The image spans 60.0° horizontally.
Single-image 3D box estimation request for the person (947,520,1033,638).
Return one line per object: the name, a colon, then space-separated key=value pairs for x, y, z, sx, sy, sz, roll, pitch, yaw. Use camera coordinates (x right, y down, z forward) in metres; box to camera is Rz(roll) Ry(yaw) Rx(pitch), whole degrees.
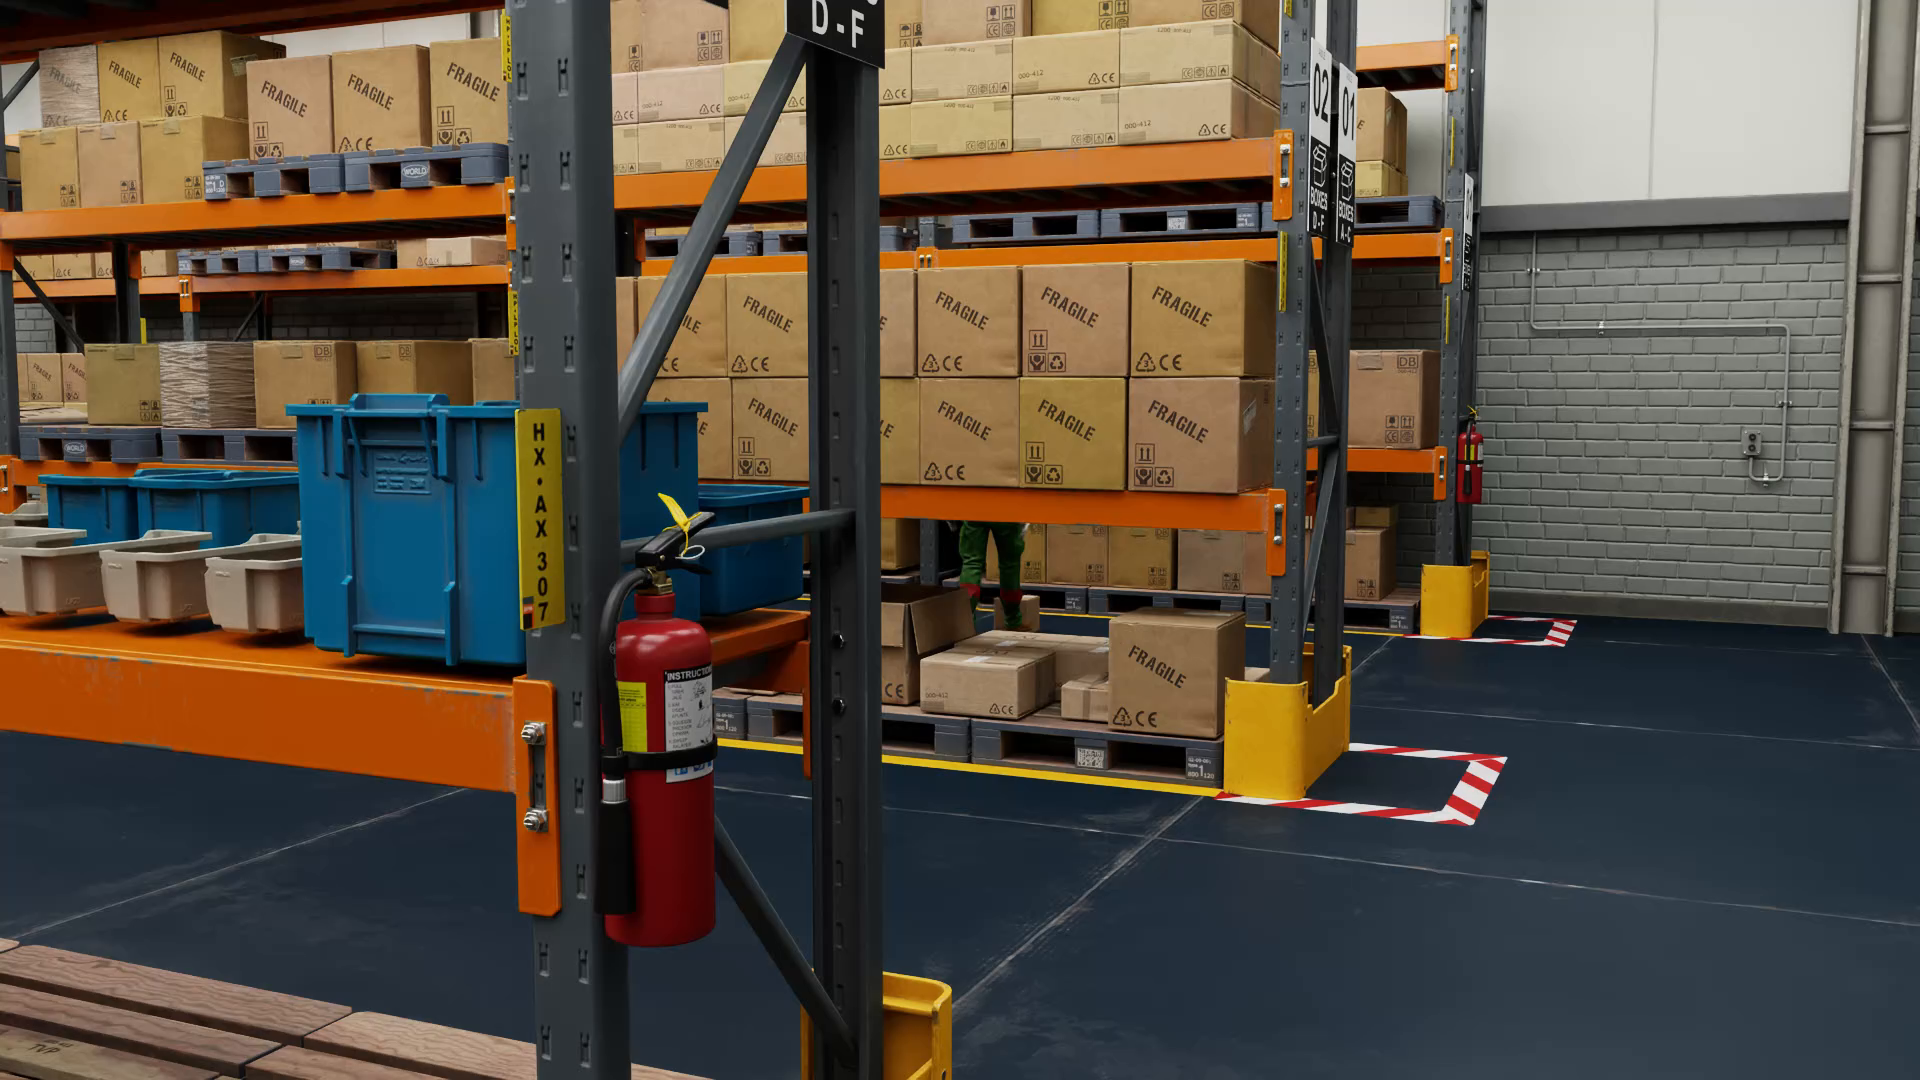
person: x=0.212 y=-0.203 z=11.418 sx=0.603 sy=1.766 sz=0.779 roll=2 pitch=6 yaw=16
